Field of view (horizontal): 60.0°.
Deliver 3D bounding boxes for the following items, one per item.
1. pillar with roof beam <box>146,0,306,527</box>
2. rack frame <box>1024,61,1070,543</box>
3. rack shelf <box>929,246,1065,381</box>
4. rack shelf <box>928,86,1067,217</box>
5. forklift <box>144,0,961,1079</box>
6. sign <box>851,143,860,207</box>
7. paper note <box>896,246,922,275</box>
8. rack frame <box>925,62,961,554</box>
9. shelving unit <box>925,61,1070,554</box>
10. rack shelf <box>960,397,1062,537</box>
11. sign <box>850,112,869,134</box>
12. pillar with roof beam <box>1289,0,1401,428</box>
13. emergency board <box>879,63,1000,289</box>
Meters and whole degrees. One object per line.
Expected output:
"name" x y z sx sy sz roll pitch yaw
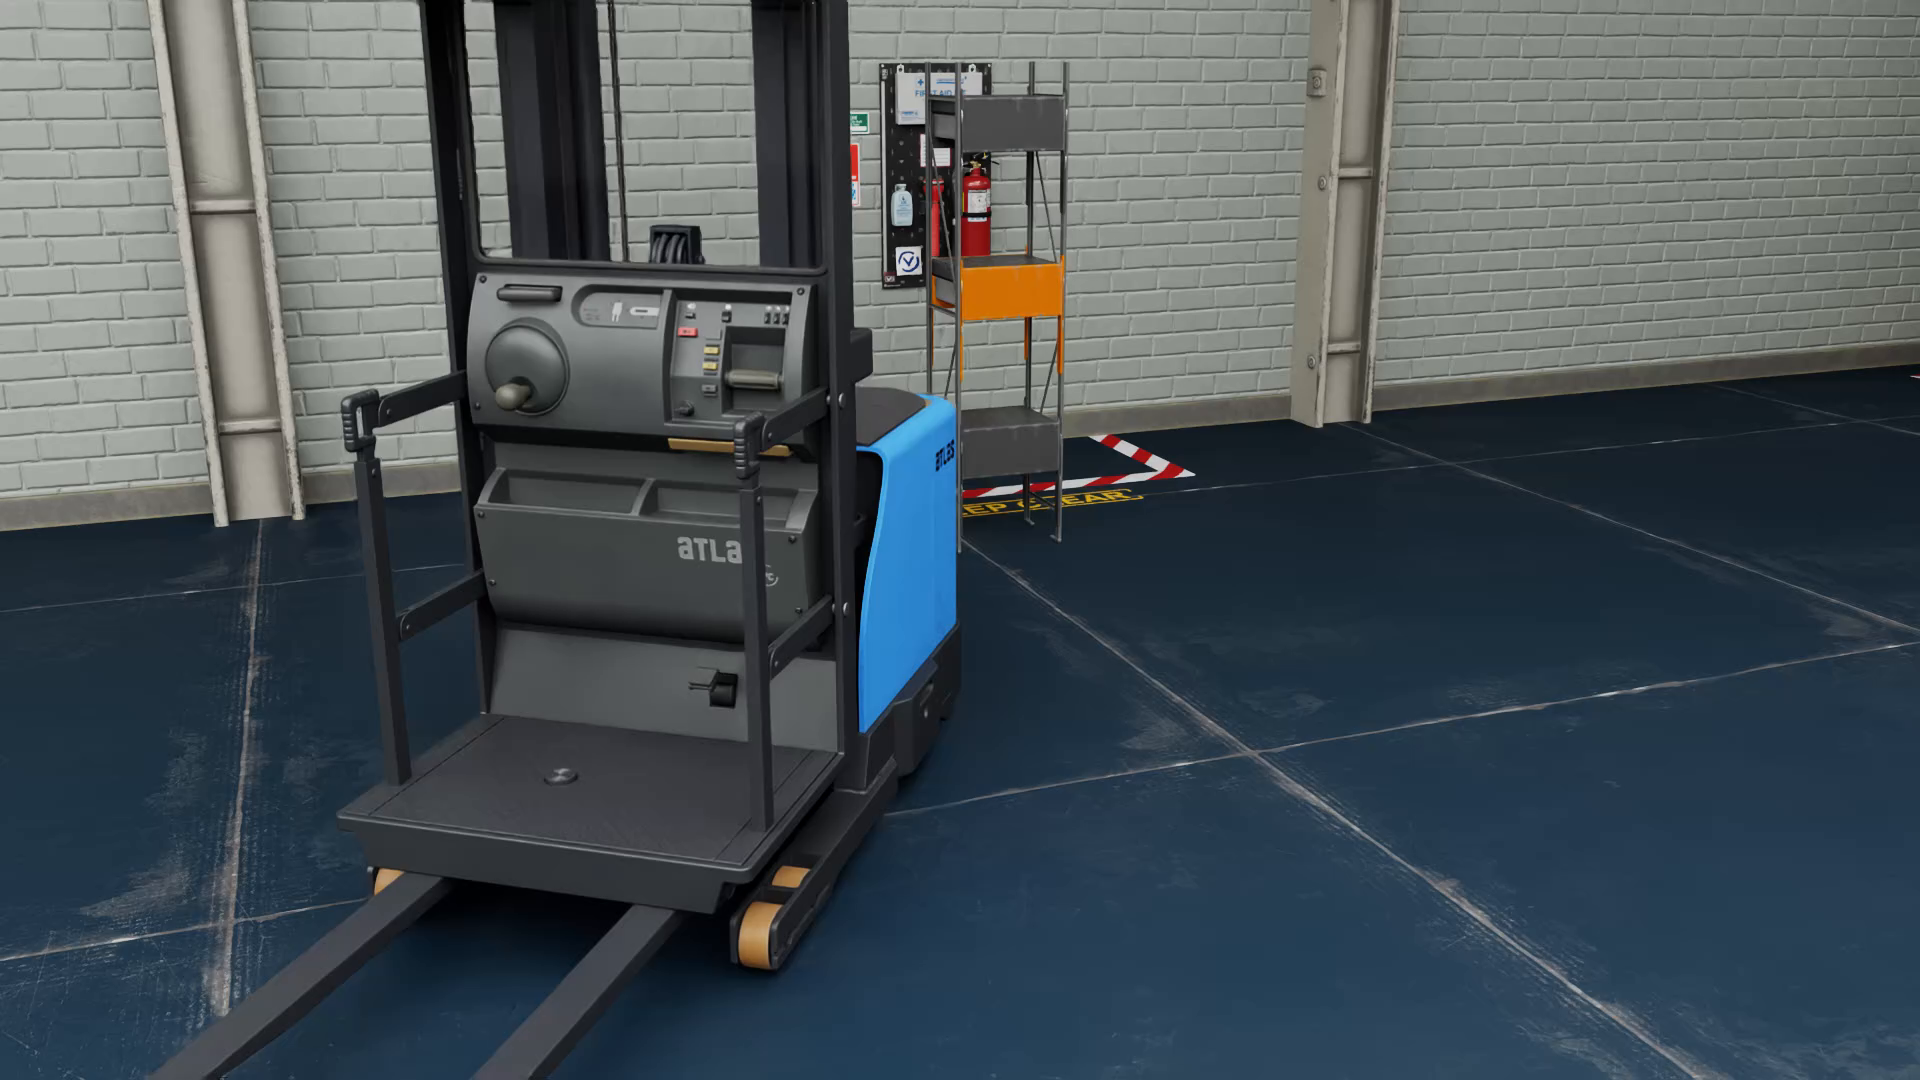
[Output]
"pillar with roof beam" -1.826 -3.307 2.888 0.400 9.000 9.100 -6 17 -20
"rack frame" 0.382 -1.049 7.443 0.015 2.100 0.400 -6 17 -20
"rack shelf" 0.155 -1.011 7.363 0.480 0.518 0.431 -6 17 -20
"rack shelf" 0.155 -1.683 7.166 0.480 0.518 0.431 -6 17 -20
"forklift" -0.879 -0.482 4.037 1.130 2.935 3.031 4 17 15
"sign" -0.638 -1.915 8.733 0.234 0.329 0.001 -6 17 -20
"paper note" -0.275 -1.504 8.961 0.142 0.148 0.016 -6 17 -20
"rack frame" -0.073 -1.000 7.275 0.015 2.100 0.400 -6 17 -20
"shelving unit" 0.155 -1.024 7.359 0.503 2.100 0.431 -6 17 -20
"rack shelf" 0.155 -0.339 7.560 0.480 0.518 0.431 -6 17 -20
"sign" -0.631 -2.168 8.652 0.331 0.109 0.001 -6 17 -20
"pillar with roof beam" 3.777 -3.912 4.948 0.400 9.000 9.100 -6 17 -20
"emergency board" -0.085 -1.927 8.836 0.643 1.169 0.194 -6 17 -20
